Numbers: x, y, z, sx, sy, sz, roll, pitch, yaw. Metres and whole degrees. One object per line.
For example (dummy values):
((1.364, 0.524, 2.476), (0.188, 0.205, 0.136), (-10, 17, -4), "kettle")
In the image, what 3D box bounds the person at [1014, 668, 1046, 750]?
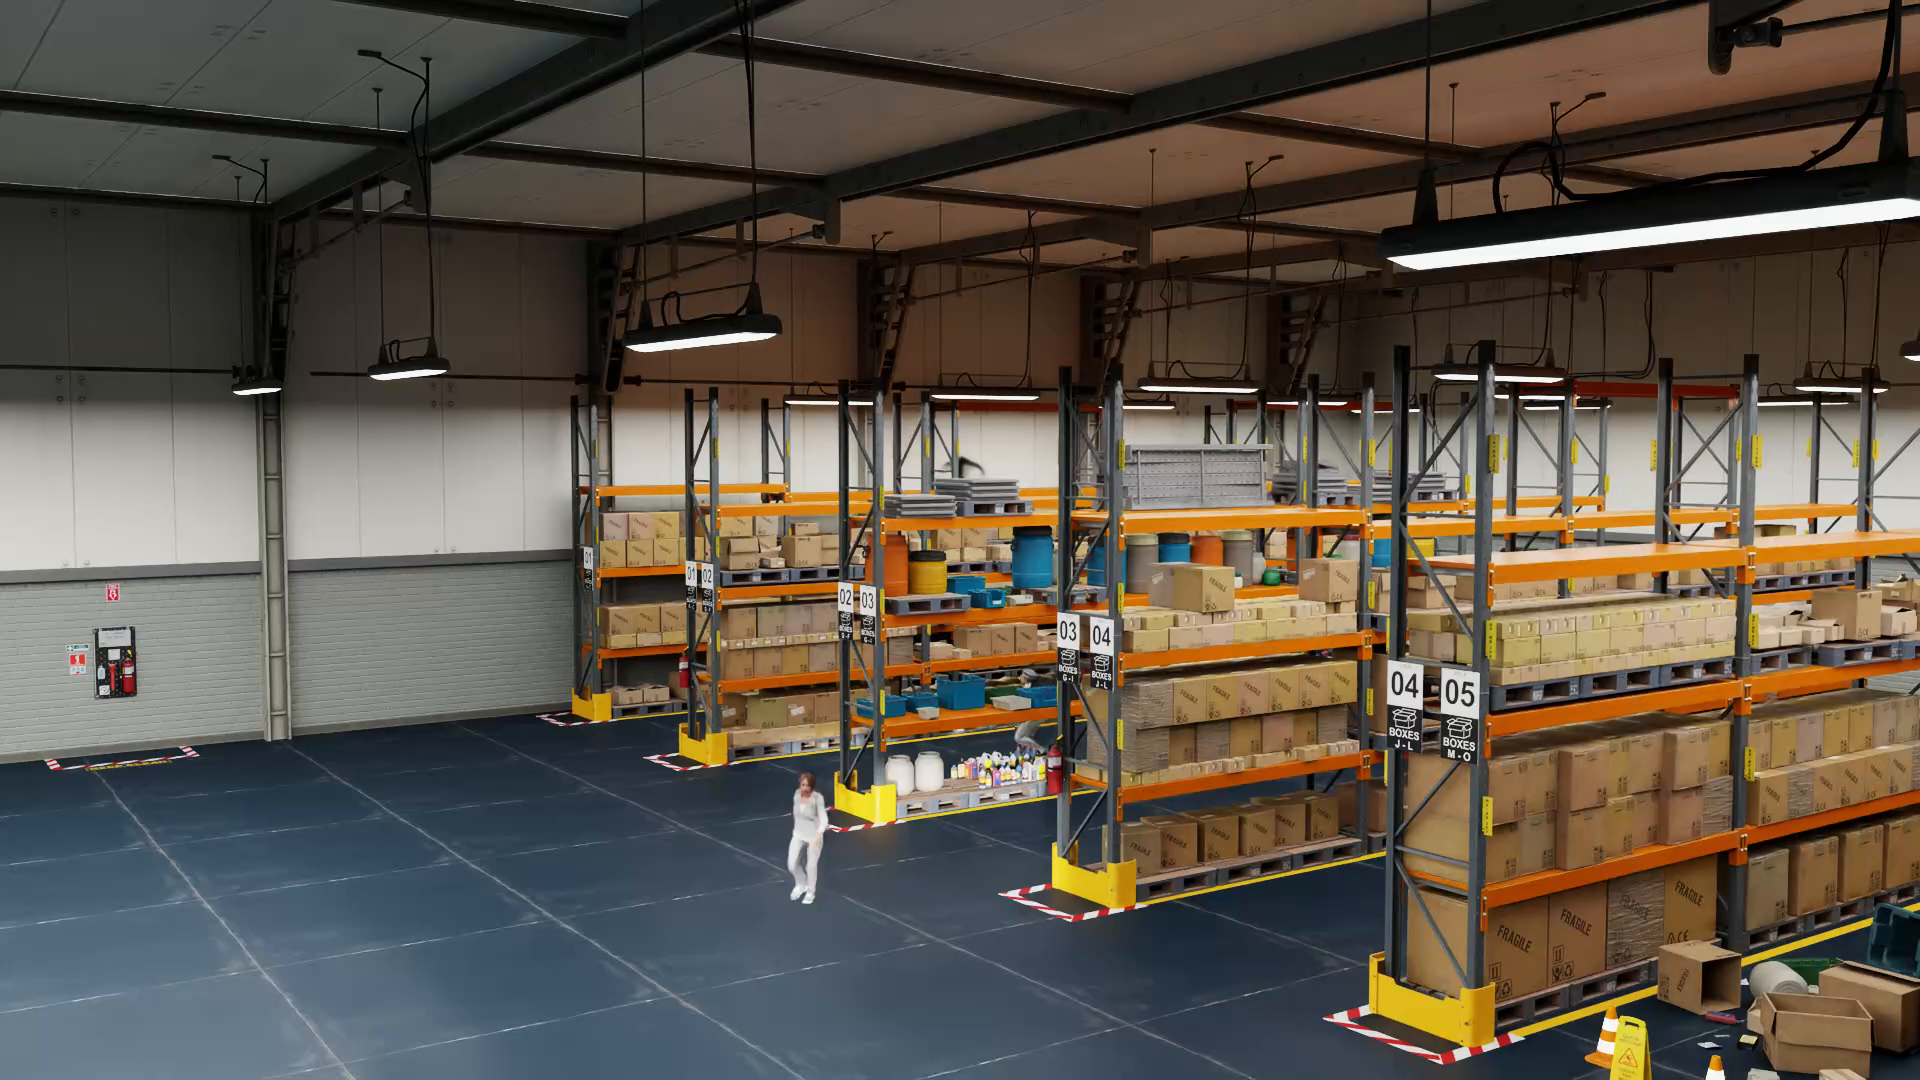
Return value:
((1.109, 2.811, 26.216), (0.497, 1.603, 0.683), (1, 4, 15), "person")

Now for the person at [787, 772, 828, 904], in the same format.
((-1.660, 3.290, 18.311), (0.511, 1.536, 0.689), (1, 4, 15), "person")

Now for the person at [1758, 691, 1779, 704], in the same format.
((11.563, 2.918, 23.614), (0.668, 1.685, 0.681), (3, 5, 42), "person")
